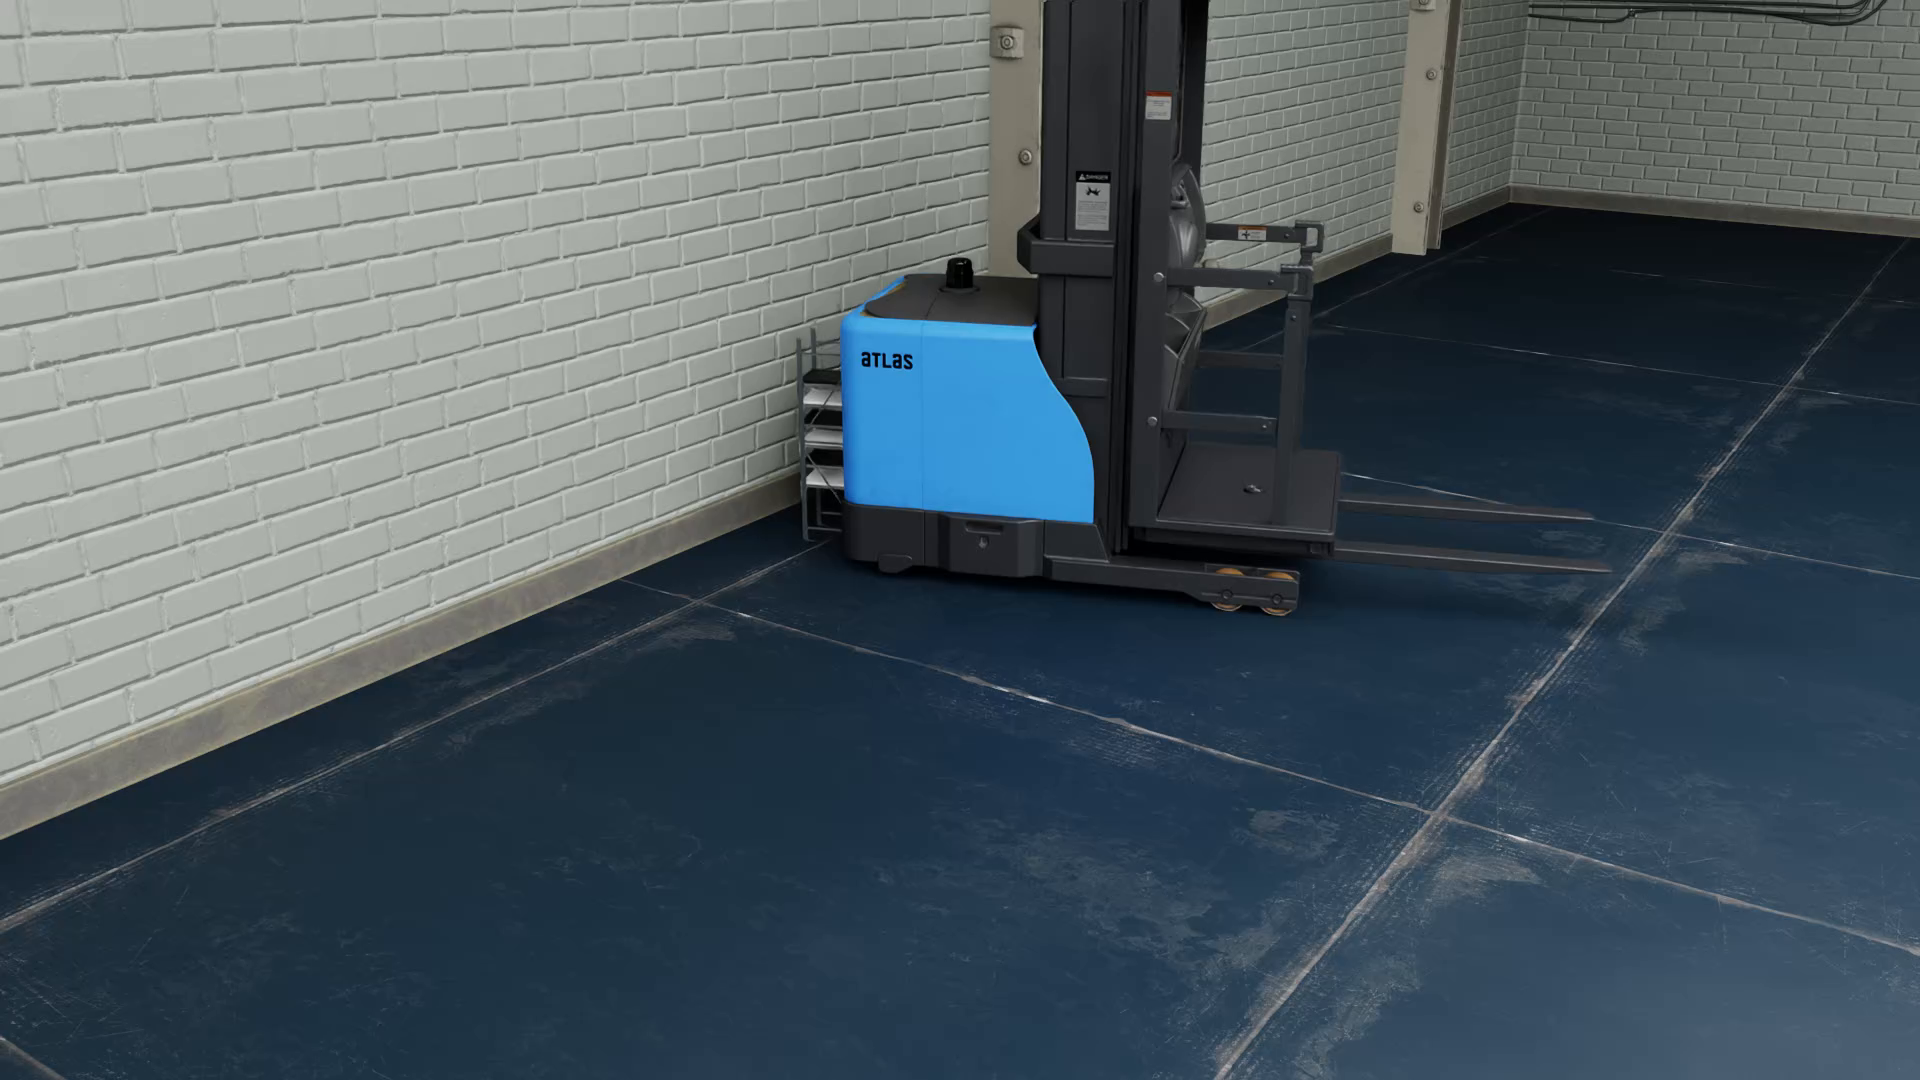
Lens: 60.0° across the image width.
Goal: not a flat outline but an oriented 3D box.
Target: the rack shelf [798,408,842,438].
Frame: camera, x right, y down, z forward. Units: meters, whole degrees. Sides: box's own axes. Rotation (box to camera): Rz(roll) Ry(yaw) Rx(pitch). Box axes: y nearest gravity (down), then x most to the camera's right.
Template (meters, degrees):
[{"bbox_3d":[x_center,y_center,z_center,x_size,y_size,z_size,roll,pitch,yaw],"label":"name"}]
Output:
[{"bbox_3d":[-0.544,-0.498,7.151,0.258,0.077,0.200,4,21,12],"label":"rack shelf"}]

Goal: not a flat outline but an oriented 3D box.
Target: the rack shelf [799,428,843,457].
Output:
[{"bbox_3d":[-0.544,-0.414,7.182,0.258,0.077,0.200,4,21,12],"label":"rack shelf"}]

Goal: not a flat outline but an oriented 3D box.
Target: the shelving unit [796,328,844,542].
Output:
[{"bbox_3d":[-0.544,-0.445,7.170,0.258,0.900,0.210,4,21,12],"label":"shelving unit"}]

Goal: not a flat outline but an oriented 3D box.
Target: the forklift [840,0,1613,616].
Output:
[{"bbox_3d":[1.083,-1.283,6.509,3.031,2.935,1.130,5,21,13],"label":"forklift"}]

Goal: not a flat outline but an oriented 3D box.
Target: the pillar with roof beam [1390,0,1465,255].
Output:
[{"bbox_3d":[7.314,-5.781,9.923,9.100,9.000,0.400,13,24,32],"label":"pillar with roof beam"}]

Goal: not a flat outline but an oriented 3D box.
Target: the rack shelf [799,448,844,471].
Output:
[{"bbox_3d":[-0.544,-0.329,7.213,0.258,0.077,0.200,4,21,12],"label":"rack shelf"}]

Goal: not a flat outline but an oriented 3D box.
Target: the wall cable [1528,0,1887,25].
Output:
[{"bbox_3d":[6.503,-5.752,14.319,3.097,2.526,0.112,13,24,32],"label":"wall cable"}]

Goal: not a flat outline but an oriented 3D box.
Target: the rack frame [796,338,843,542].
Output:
[{"bbox_3d":[-0.566,-0.410,7.077,0.240,0.900,0.006,4,21,12],"label":"rack frame"}]

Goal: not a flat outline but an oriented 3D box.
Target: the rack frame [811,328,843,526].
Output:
[{"bbox_3d":[-0.522,-0.479,7.264,0.240,0.900,0.006,4,21,12],"label":"rack frame"}]

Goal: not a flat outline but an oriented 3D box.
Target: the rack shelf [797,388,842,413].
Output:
[{"bbox_3d":[-0.544,-0.582,7.120,0.258,0.077,0.200,4,21,12],"label":"rack shelf"}]

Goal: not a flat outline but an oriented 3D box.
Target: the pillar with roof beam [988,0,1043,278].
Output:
[{"bbox_3d":[3.941,-4.060,5.269,9.100,9.000,0.400,13,24,32],"label":"pillar with roof beam"}]

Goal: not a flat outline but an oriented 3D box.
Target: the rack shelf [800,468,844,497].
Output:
[{"bbox_3d":[-0.544,-0.245,7.244,0.258,0.077,0.200,4,21,12],"label":"rack shelf"}]

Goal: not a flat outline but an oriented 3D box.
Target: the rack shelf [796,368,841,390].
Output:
[{"bbox_3d":[-0.544,-0.667,7.088,0.258,0.077,0.200,4,21,12],"label":"rack shelf"}]
